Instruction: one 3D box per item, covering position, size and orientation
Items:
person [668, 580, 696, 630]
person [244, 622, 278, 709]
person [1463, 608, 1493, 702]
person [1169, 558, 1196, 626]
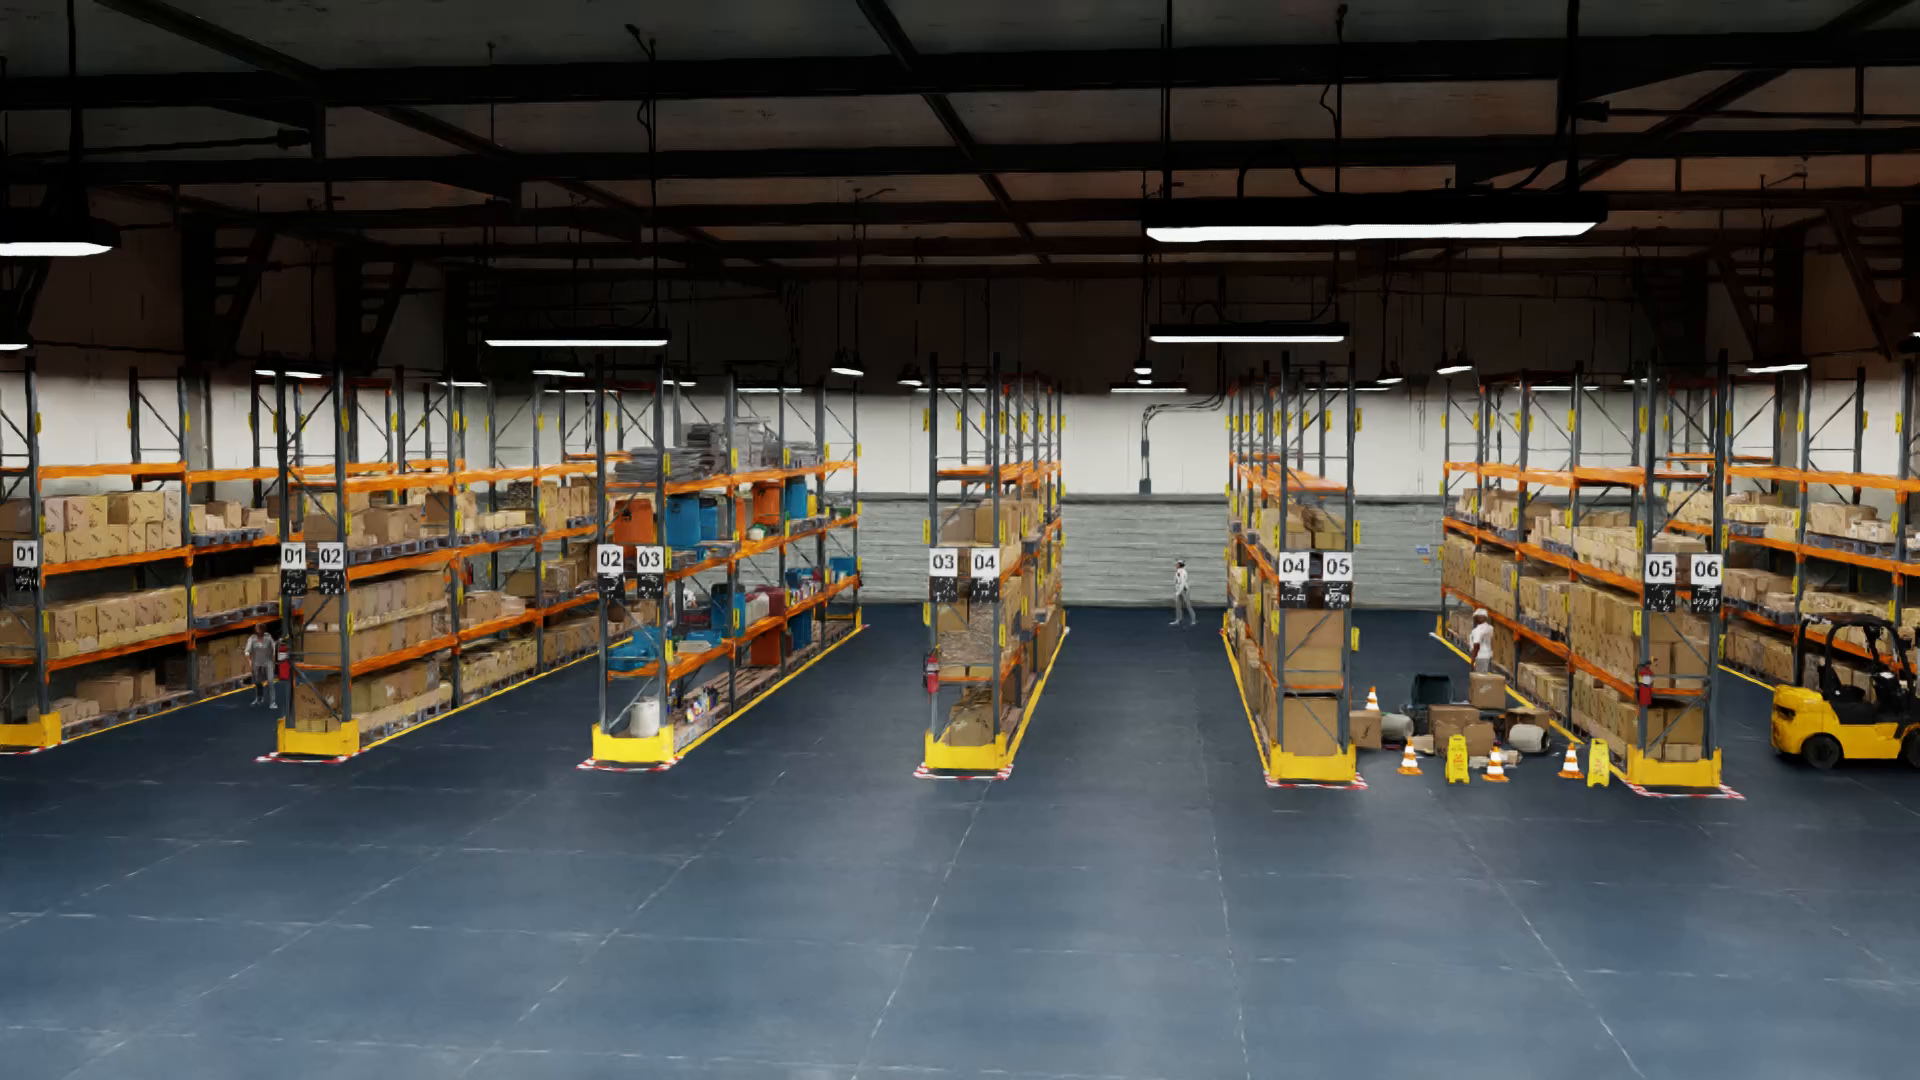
[{"bbox_3d":[-6.044,1.649,36.169,0.625,1.611,0.575,0,4,4],"label":"person"},{"bbox_3d":[-12.195,2.172,29.096,0.554,1.517,0.786,-1,4,-11],"label":"person"},{"bbox_3d":[9.064,2.054,29.041,0.585,1.763,0.682,3,5,32],"label":"person"},{"bbox_3d":[5.502,1.279,40.946,0.682,1.658,0.499,-1,4,-20],"label":"person"}]
